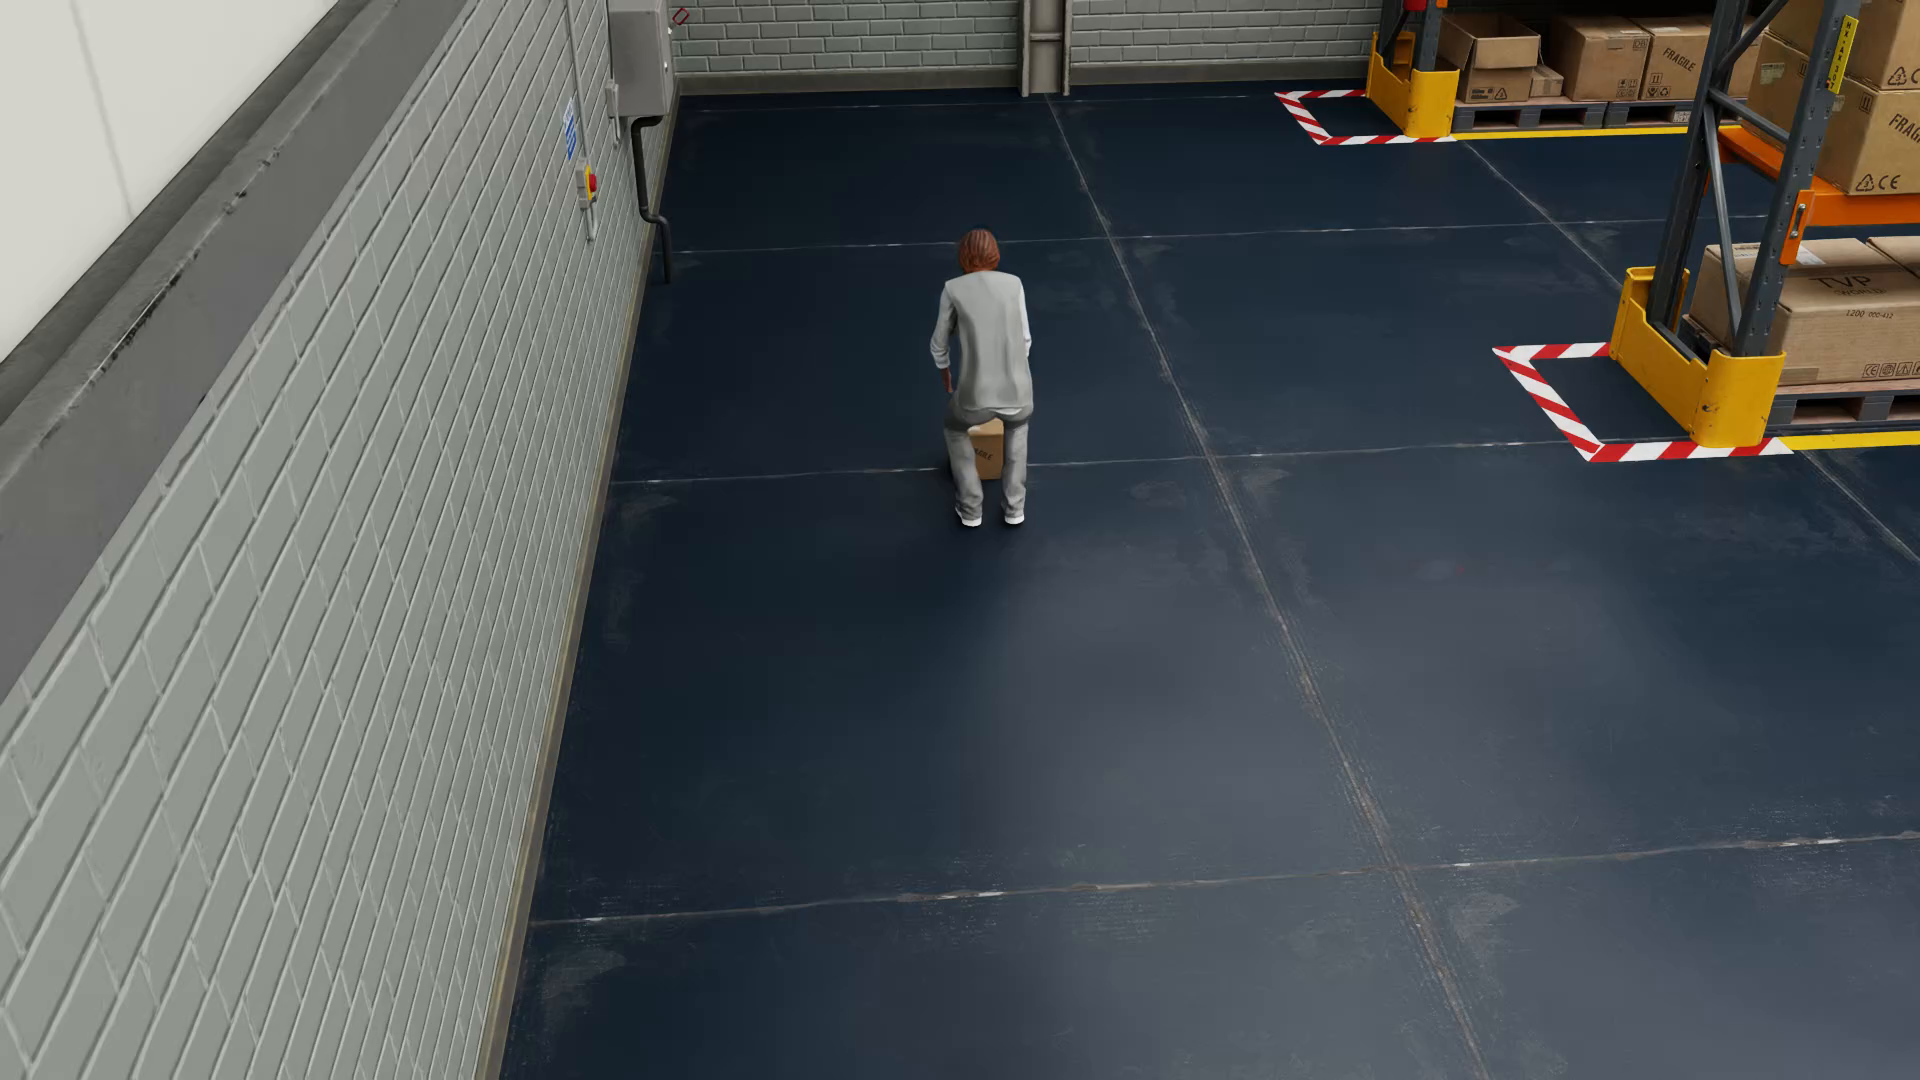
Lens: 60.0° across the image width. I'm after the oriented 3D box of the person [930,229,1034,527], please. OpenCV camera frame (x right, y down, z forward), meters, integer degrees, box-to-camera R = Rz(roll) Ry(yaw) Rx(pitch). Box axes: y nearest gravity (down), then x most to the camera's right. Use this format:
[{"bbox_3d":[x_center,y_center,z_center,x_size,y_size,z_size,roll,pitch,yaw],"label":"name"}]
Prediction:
[{"bbox_3d":[0.103,-0.693,7.555,0.462,1.310,0.640,-3,32,-4],"label":"person"}]
